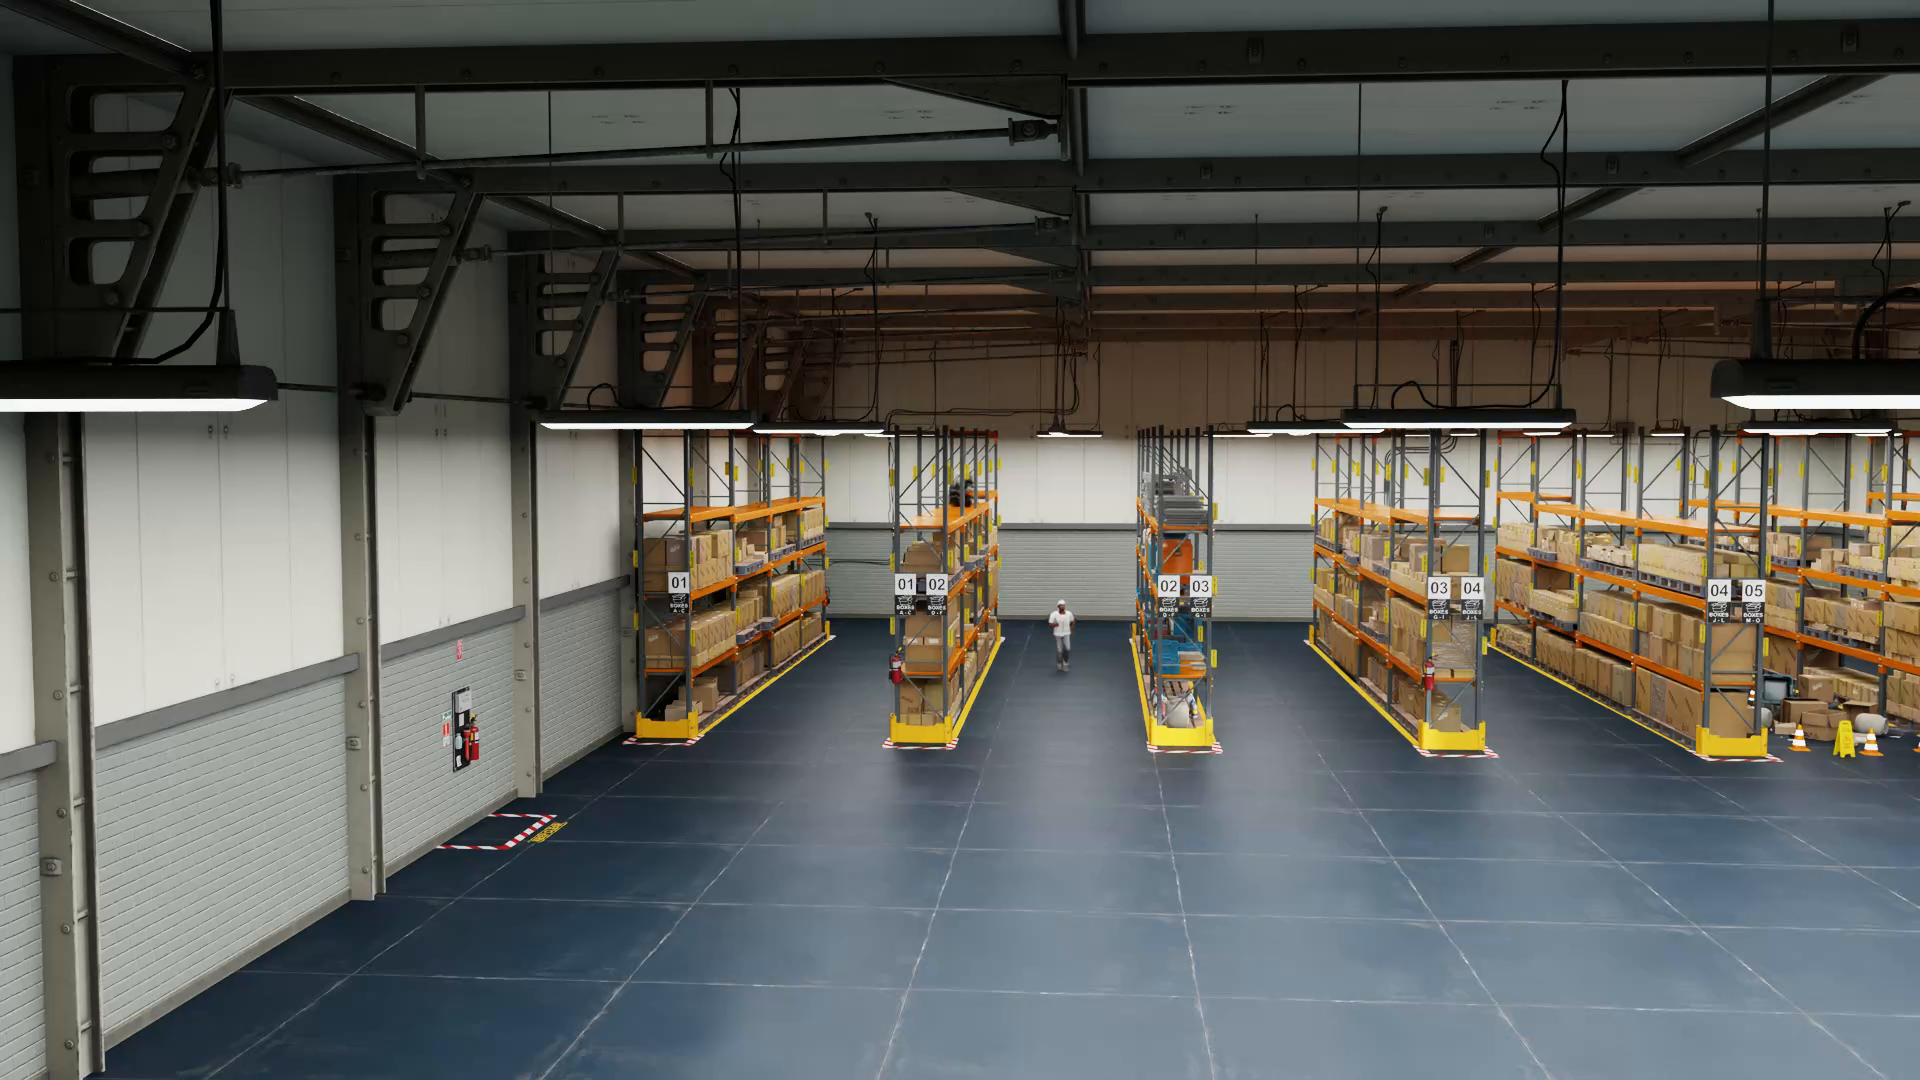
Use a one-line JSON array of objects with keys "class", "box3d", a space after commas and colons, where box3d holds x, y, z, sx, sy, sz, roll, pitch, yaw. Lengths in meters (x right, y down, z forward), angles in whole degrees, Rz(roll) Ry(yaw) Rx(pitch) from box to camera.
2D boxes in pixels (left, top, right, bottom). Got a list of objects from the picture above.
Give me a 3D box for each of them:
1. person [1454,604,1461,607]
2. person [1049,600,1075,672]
[{"class": "person", "box3d": [14.044, 2.044, 47.082, 0.904, 1.656, 0.657, -1, 4, -18]}, {"class": "person", "box3d": [2.532, 2.381, 41.083, 0.677, 1.795, 0.684, 0, 3, -4]}]
